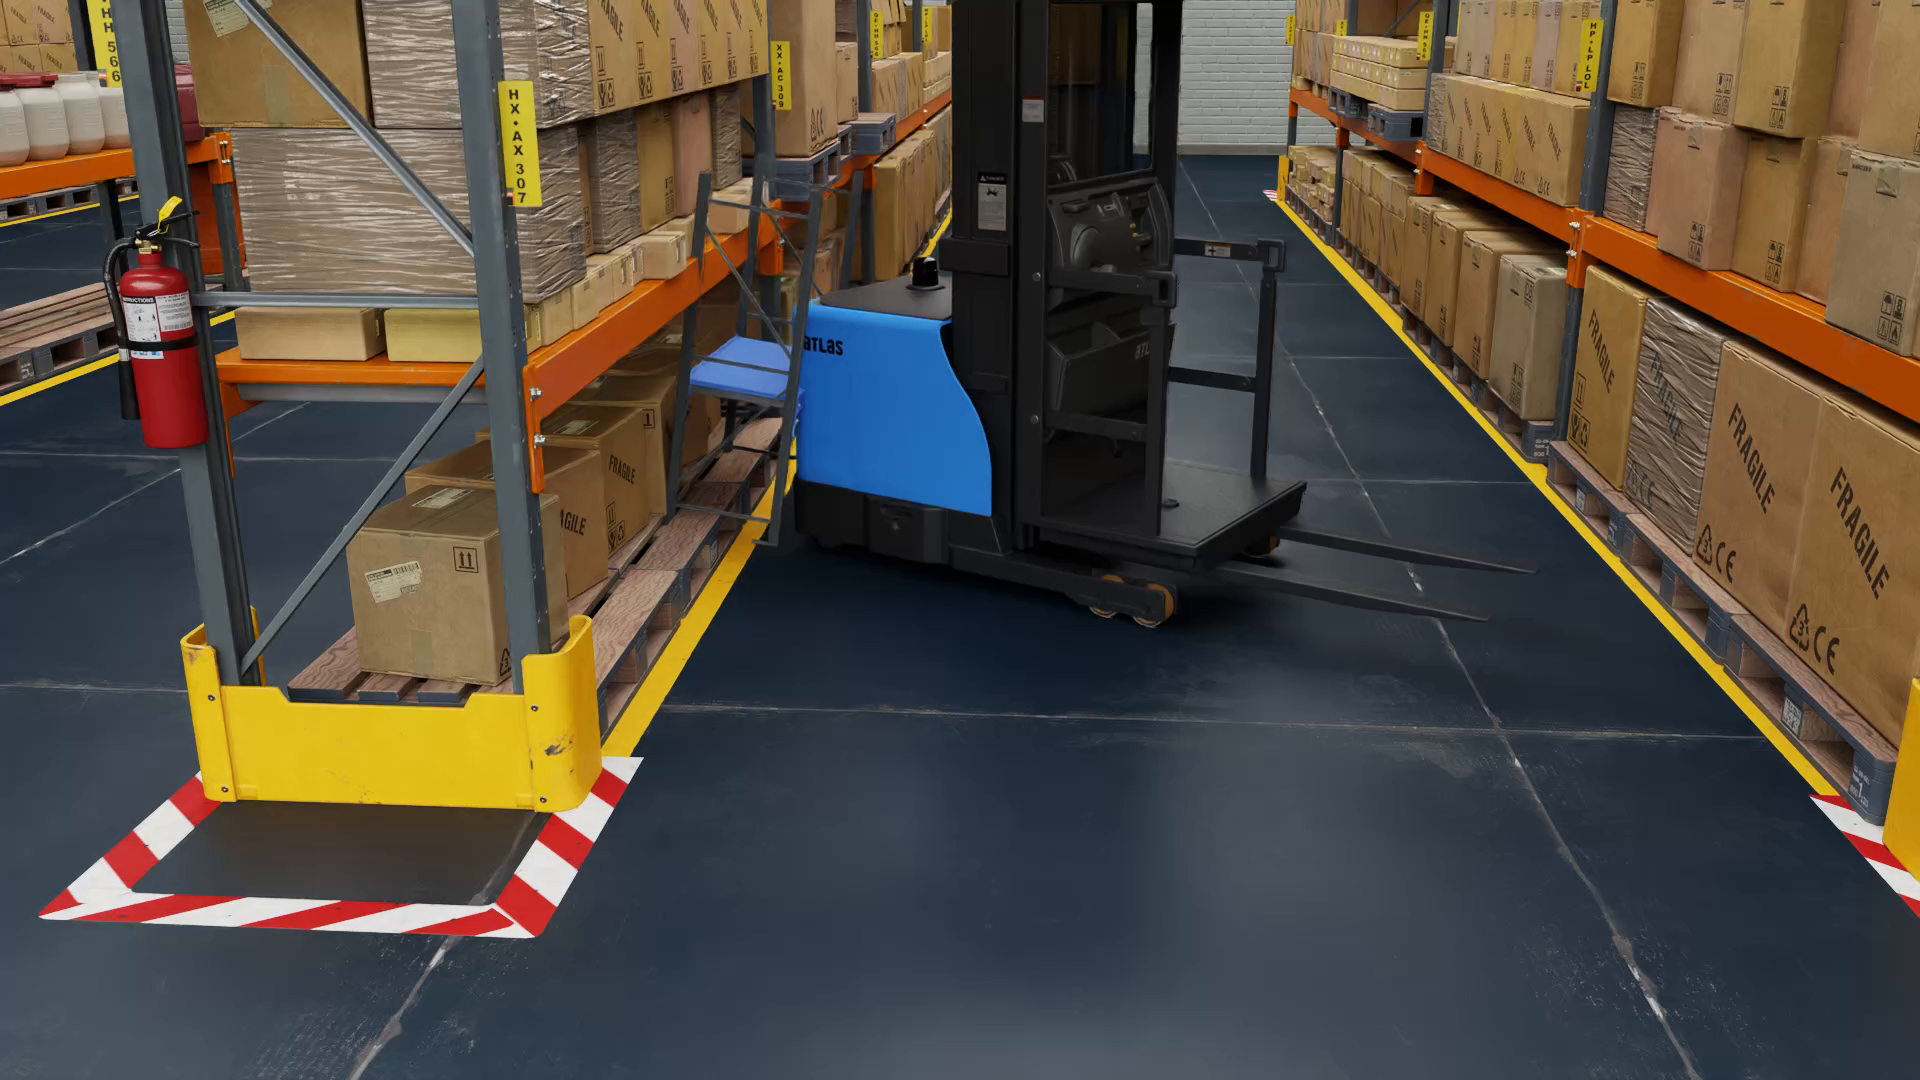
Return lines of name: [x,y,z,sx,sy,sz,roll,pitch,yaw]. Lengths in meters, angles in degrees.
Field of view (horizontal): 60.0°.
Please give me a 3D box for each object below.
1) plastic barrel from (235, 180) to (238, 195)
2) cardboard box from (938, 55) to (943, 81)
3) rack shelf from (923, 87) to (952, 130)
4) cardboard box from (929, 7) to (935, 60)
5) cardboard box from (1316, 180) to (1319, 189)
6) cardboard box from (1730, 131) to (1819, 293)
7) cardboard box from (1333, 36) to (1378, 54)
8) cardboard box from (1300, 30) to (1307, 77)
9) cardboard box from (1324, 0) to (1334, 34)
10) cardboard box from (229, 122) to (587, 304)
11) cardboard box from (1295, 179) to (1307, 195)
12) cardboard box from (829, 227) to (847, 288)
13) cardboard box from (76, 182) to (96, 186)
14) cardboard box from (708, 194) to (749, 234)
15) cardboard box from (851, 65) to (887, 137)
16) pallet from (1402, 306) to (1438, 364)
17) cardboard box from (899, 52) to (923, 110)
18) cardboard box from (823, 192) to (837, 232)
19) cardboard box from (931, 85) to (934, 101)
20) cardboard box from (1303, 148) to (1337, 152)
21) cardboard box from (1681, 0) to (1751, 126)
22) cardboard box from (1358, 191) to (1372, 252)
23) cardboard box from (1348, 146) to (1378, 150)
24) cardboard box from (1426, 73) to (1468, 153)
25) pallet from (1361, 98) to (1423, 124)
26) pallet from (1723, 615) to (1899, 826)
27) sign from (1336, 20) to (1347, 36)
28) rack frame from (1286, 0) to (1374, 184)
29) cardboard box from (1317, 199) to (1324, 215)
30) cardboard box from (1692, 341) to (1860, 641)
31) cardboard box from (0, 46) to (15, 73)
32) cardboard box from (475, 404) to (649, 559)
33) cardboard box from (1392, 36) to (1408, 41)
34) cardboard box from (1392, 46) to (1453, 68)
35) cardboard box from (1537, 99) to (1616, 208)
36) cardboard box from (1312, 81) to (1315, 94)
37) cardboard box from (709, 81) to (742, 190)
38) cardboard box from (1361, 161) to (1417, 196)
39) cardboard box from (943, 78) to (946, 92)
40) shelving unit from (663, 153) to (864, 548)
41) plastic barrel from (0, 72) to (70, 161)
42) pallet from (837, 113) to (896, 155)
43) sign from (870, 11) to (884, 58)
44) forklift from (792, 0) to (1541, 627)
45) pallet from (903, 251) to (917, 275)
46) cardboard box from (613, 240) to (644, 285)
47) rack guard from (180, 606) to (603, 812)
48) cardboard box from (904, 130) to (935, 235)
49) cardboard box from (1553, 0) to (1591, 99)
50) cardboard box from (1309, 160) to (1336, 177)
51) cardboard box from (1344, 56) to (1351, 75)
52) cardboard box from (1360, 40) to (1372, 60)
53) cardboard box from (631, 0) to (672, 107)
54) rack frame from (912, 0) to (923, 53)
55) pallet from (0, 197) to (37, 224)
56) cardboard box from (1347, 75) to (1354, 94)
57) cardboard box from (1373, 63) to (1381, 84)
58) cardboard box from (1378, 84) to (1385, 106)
plastic barrel: [-5.986,-2.808,14.374,0.600,0.588,0.708,1,18,4]
cardboard box: [-0.448,-5.062,17.817,0.500,0.250,0.500,1,18,4]
rack shelf: [-0.715,-4.663,17.990,1.077,0.370,4.000,1,18,4]
cardboard box: [-0.526,-5.106,16.746,0.500,0.500,0.500,1,18,4]
cardboard box: [3.950,-3.738,17.440,0.380,0.149,0.250,0,18,1]
cardboard box: [3.383,-1.210,6.057,0.875,0.550,0.500,1,18,4]
cardboard box: [3.595,-4.492,15.088,0.380,0.149,0.250,2,18,7]
cardboard box: [4.048,-5.372,18.363,0.500,0.500,0.500,1,18,4]
cardboard box: [3.878,-5.218,16.286,0.500,0.500,0.500,1,18,2]
cardboard box: [-1.651,-1.015,5.066,0.875,0.500,0.500,1,18,4]
cardboard box: [3.936,-3.935,18.520,0.380,0.149,0.250,2,18,5]
cardboard box: [-1.173,-1.954,11.876,0.700,0.500,0.500,0,18,1]
cardboard box: [-10.343,-4.282,19.382,0.500,0.250,0.500,1,18,4]
cardboard box: [-1.166,-1.472,7.502,0.380,0.149,0.250,1,18,4]
cardboard box: [-0.839,-3.333,12.618,0.500,0.500,0.500,2,18,6]
pallet: [3.664,-1.431,11.450,1.003,0.211,1.213,1,18,4]
cardboard box: [-0.619,-4.279,15.505,0.500,0.500,0.500,1,18,4]
cardboard box: [-1.163,-2.310,11.758,0.500,0.250,0.500,2,18,6]
cardboard box: [-0.468,-4.512,16.778,0.380,0.149,0.250,2,18,6]
cardboard box: [4.092,-4.368,18.883,0.380,0.149,0.250,2,18,5]
cardboard box: [3.348,-1.889,6.396,0.875,0.550,0.550,1,18,4]
cardboard box: [3.704,-2.702,14.192,0.500,0.500,0.500,2,18,5]
cardboard box: [4.583,-4.441,19.107,0.380,0.149,0.250,1,18,5]
cardboard box: [3.494,-2.913,11.335,0.500,0.500,0.500,1,18,5]
pallet: [3.896,-3.523,13.667,1.003,0.211,1.213,1,18,4]
pallet: [3.201,0.561,5.372,1.003,0.211,1.213,1,18,4]
sign: [3.540,-4.662,15.444,0.100,0.325,0.005,1,18,4]
rack frame: [4.369,-5.483,19.340,1.000,3.000,0.127,1,18,4]
cardboard box: [3.827,-3.378,16.818,0.380,0.149,0.250,1,18,2]
cardboard box: [3.265,-0.189,5.922,0.875,0.875,0.875,1,18,3]
cardboard box: [-10.397,-4.964,17.596,0.500,0.500,0.500,2,18,5]
cardboard box: [-1.584,-0.242,6.684,0.500,0.500,0.500,3,18,9]
cardboard box: [4.369,-4.578,15.939,0.500,0.500,0.500,1,18,3]
cardboard box: [3.373,-3.524,12.135,0.380,0.149,0.250,1,18,2]
cardboard box: [3.279,-1.972,8.464,0.500,0.500,0.500,1,18,4]
cardboard box: [3.997,-4.865,17.857,0.380,0.149,0.250,1,18,3]
cardboard box: [-1.525,-1.949,7.916,0.875,0.500,0.500,1,18,4]
cardboard box: [3.689,-3.062,14.086,0.500,0.250,0.500,2,18,6]
cardboard box: [-0.358,-4.990,18.239,0.380,0.149,0.250,1,18,4]
shelving unit: [-0.854,-0.871,7.353,0.538,1.500,1.048,10,18,3]
plastic barrel: [-6.001,-2.728,10.714,0.433,0.535,0.433,0,18,0]
pallet: [-1.090,-2.826,11.539,1.213,0.211,1.003,1,18,4]
sign: [-0.603,-3.644,11.995,0.100,0.325,0.005,1,18,4]
forklift: [0.780,-1.245,6.516,3.031,2.935,1.130,12,21,32]
pallet: [-0.923,-2.437,14.521,1.003,0.211,1.213,1,18,4]
cardboard box: [-1.377,-1.008,6.087,0.380,0.149,0.250,1,18,4]
rack guard: [-1.713,0.508,5.070,1.175,0.500,0.348,1,18,4]
cardboard box: [-0.884,-3.374,15.640,1.225,0.875,0.875,1,18,4]
cardboard box: [3.573,-2.593,8.754,0.700,0.500,0.500,1,18,3]
cardboard box: [3.868,-3.892,17.431,0.380,0.149,0.250,1,18,2]
cardboard box: [3.542,-4.109,14.397,0.380,0.149,0.250,1,18,2]
cardboard box: [3.487,-4.007,13.607,0.380,0.149,0.250,2,18,6]
cardboard box: [-1.330,-1.796,5.841,0.500,0.500,0.500,1,18,4]
rack frame: [-0.858,-4.383,15.983,1.000,3.000,0.127,1,18,4]
pallet: [-10.688,-3.494,17.746,1.003,0.211,1.213,1,18,4]
cardboard box: [3.522,-3.888,14.202,0.380,0.149,0.250,0,18,1]
cardboard box: [3.429,-3.626,12.924,0.380,0.149,0.250,1,18,4]
cardboard box: [3.410,-3.399,12.709,0.380,0.149,0.250,2,18,5]
